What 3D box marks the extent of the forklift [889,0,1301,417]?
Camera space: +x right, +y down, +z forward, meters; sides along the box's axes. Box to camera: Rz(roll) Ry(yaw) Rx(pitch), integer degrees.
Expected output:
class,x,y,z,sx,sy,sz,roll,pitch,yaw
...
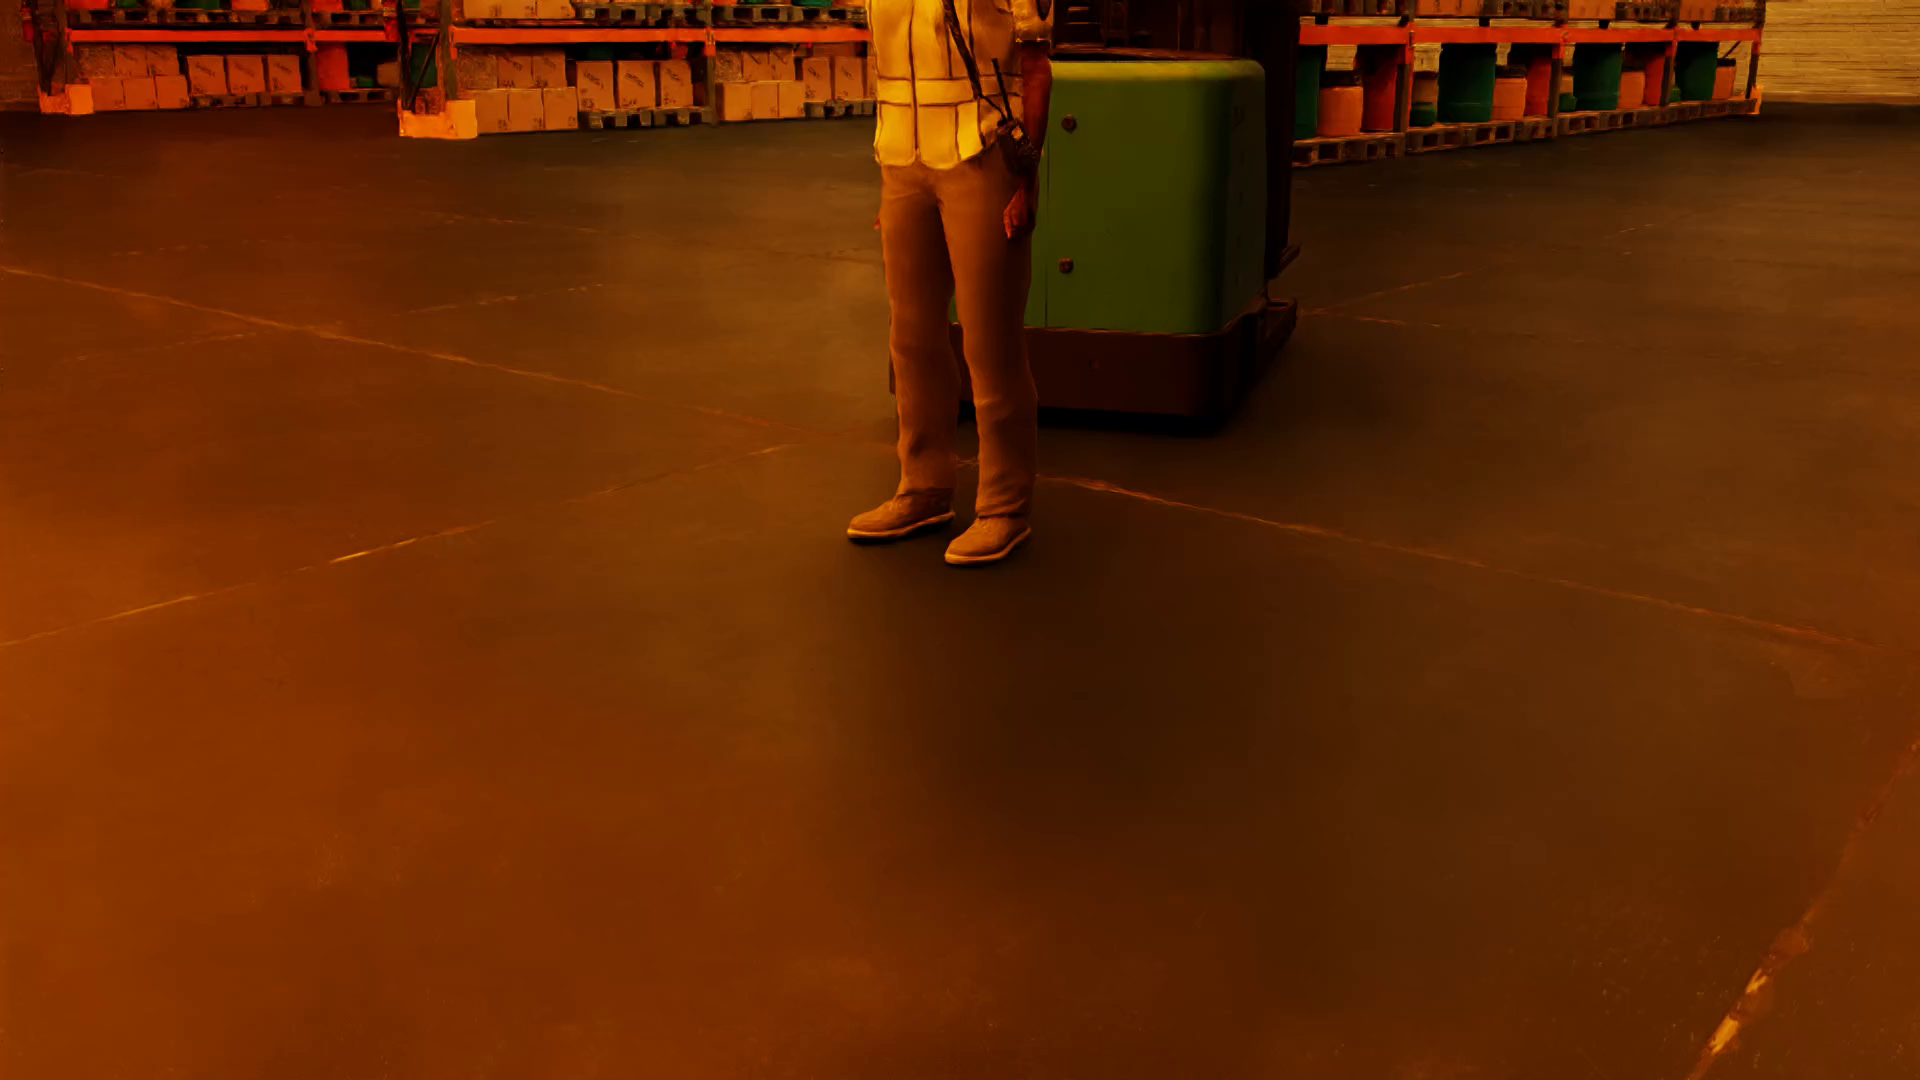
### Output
class,x,y,z,sx,sy,sz,roll,pitch,yaw
forklift,0.696,-2.157,6.000,1.130,2.935,3.031,5,18,16

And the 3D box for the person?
class,x,y,z,sx,sy,sz,roll,pitch,yaw
person,-0.018,-0.804,3.686,0.446,1.692,0.338,13,21,37
